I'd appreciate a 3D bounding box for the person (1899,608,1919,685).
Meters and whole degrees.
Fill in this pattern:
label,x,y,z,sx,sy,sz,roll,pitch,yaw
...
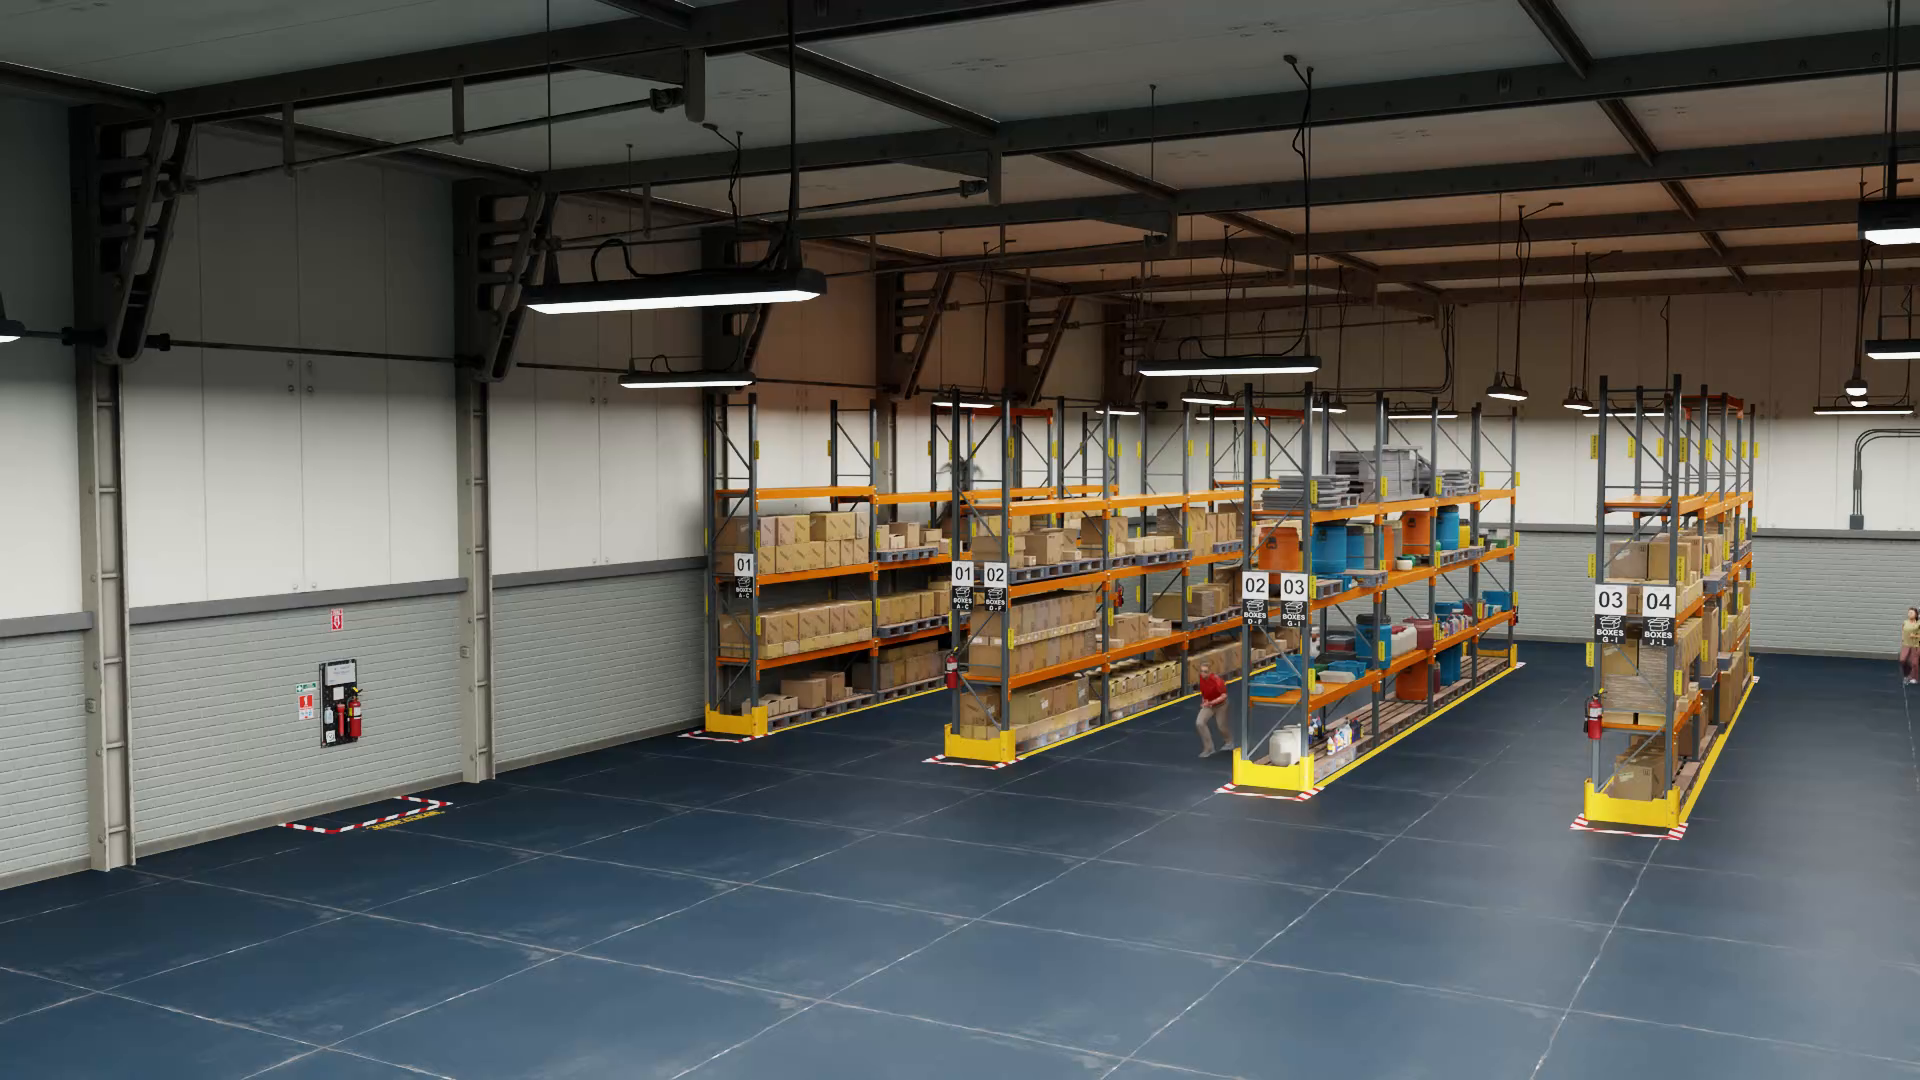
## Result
label,x,y,z,sx,sy,sz,roll,pitch,yaw
person,20.192,2.260,35.250,0.644,1.646,0.545,-3,4,-41

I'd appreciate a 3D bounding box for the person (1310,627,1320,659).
label,x,y,z,sx,sy,sz,roll,pitch,yaw
person,6.916,2.472,32.227,0.572,1.592,0.667,2,3,27

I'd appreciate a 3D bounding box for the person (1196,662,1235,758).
label,x,y,z,sx,sy,sz,roll,pitch,yaw
person,4.203,2.743,27.143,0.674,1.569,1.073,3,4,43
